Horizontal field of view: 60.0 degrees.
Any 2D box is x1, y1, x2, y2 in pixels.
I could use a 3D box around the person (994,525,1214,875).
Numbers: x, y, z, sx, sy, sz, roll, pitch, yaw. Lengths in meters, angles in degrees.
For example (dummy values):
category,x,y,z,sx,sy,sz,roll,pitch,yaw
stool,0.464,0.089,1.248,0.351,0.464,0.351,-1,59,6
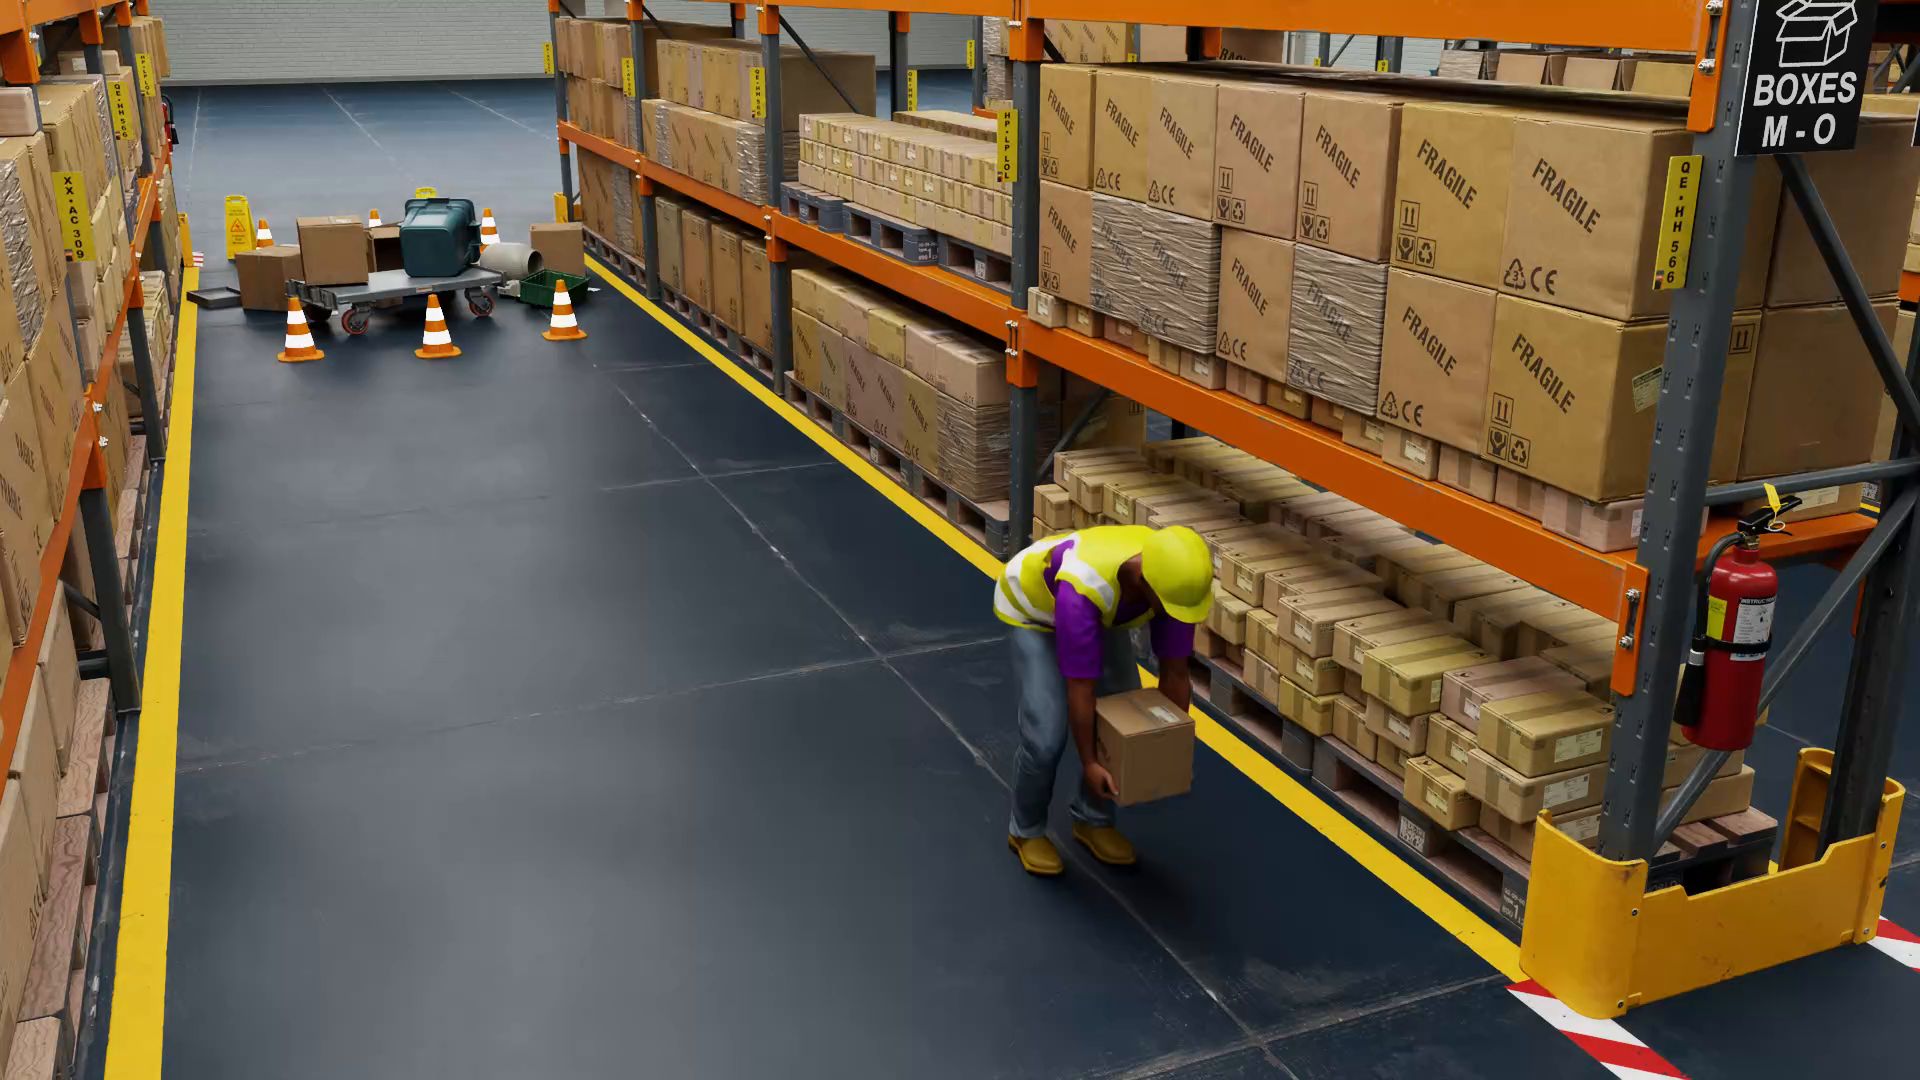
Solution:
category,x,y,z,sx,sy,sz,roll,pitch,yaw
person,0.474,0.487,5.293,0.492,1.311,0.923,-9,21,-26
